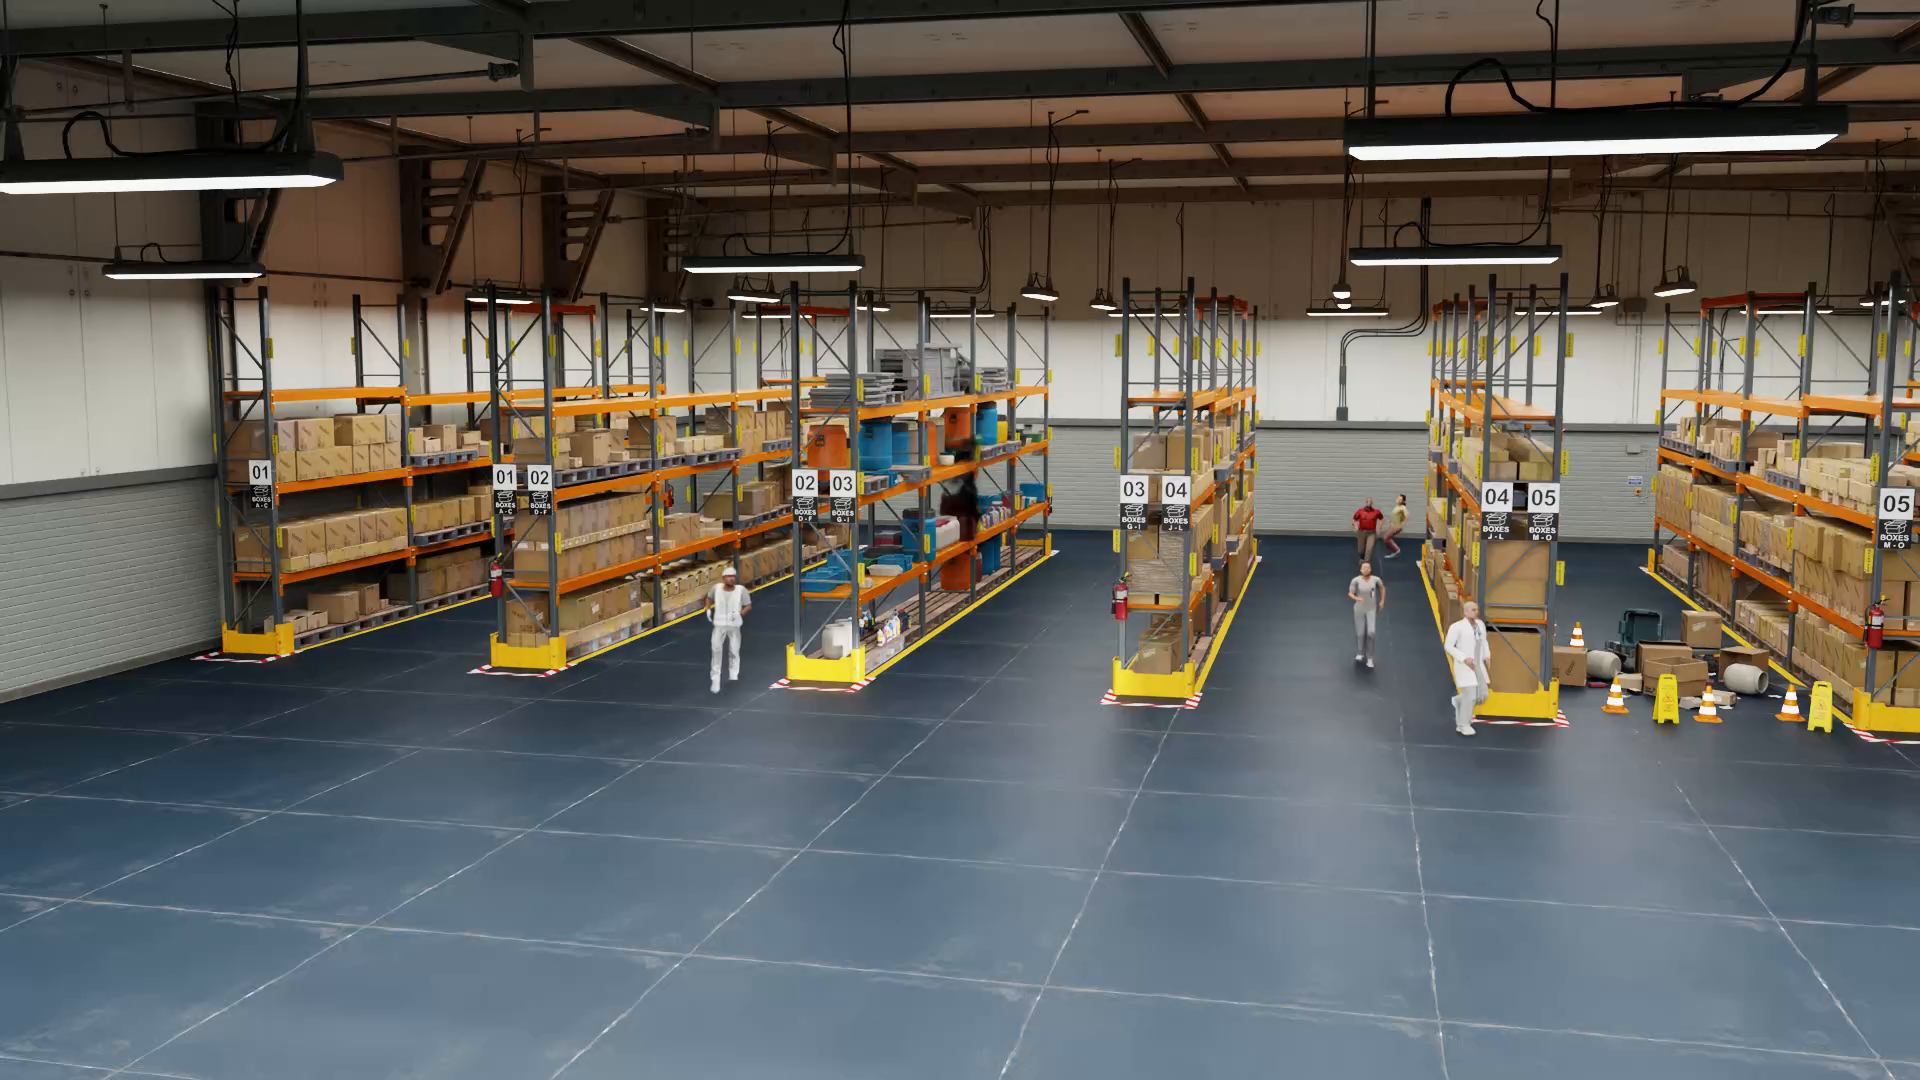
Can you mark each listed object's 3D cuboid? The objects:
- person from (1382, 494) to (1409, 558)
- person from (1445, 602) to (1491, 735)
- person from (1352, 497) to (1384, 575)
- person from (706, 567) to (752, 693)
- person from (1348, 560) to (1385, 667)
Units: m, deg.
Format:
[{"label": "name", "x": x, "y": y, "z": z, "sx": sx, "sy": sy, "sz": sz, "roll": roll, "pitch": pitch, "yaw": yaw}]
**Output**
[{"label": "person", "x": 10.352, "y": -0.319, "z": 39.627, "sx": 0.570, "sy": 1.582, "sz": 0.662, "roll": 0, "pitch": 7, "yaw": 4}, {"label": "person", "x": 6.627, "y": 1.656, "z": 21.701, "sx": 0.756, "sy": 1.731, "sz": 0.666, "roll": -3, "pitch": 7, "yaw": -27}, {"label": "person", "x": 9.102, "y": -0.094, "z": 37.133, "sx": 0.687, "sy": 1.720, "sz": 0.915, "roll": 2, "pitch": 7, "yaw": 18}, {"label": "person", "x": -3.428, "y": 1.301, "z": 24.646, "sx": 0.688, "sy": 1.822, "sz": 0.821, "roll": -1, "pitch": 7, "yaw": -4}, {"label": "person", "x": 6.437, "y": 1.170, "z": 26.348, "sx": 0.580, "sy": 1.719, "sz": 0.715, "roll": 1, "pitch": 7, "yaw": 10}]
